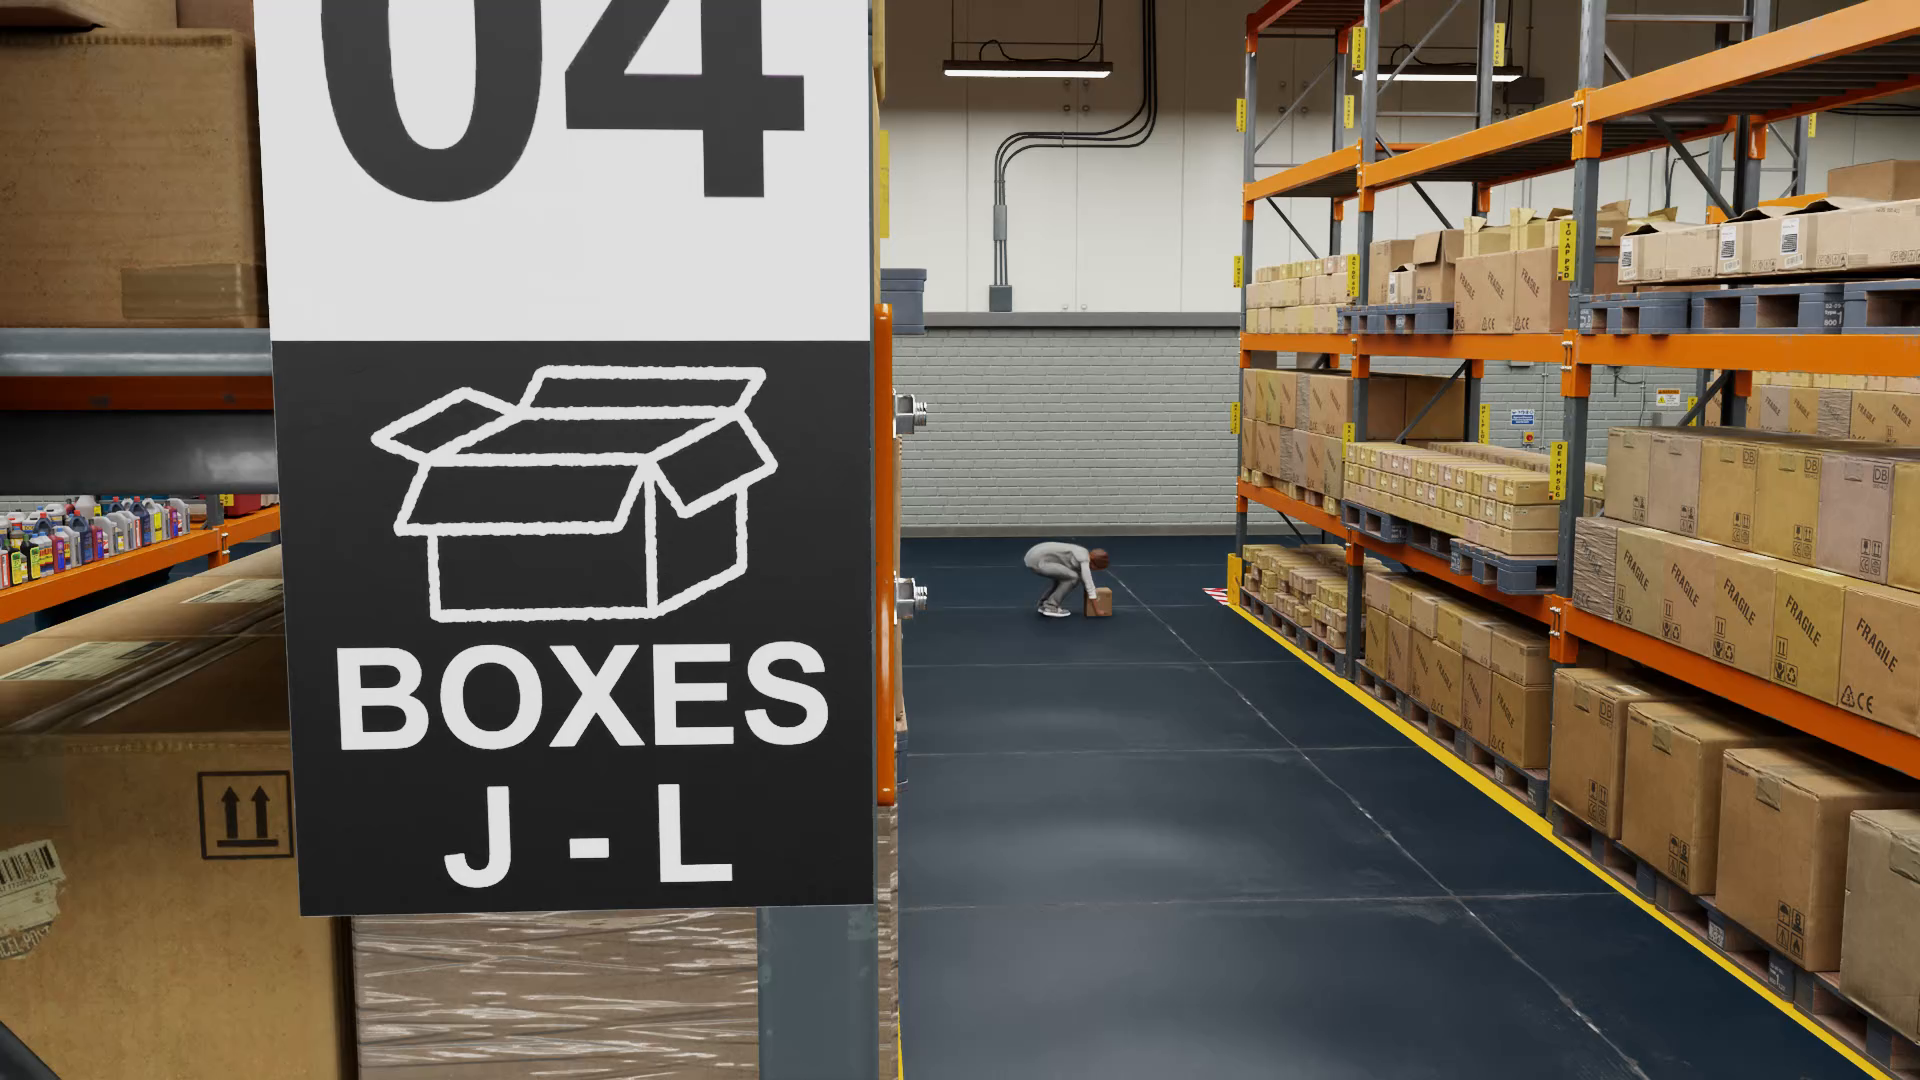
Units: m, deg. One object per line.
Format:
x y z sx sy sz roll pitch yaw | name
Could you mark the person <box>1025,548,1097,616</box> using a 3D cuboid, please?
1.006 0.413 16.671 0.714 0.688 0.396 -1 7 -5 | person
